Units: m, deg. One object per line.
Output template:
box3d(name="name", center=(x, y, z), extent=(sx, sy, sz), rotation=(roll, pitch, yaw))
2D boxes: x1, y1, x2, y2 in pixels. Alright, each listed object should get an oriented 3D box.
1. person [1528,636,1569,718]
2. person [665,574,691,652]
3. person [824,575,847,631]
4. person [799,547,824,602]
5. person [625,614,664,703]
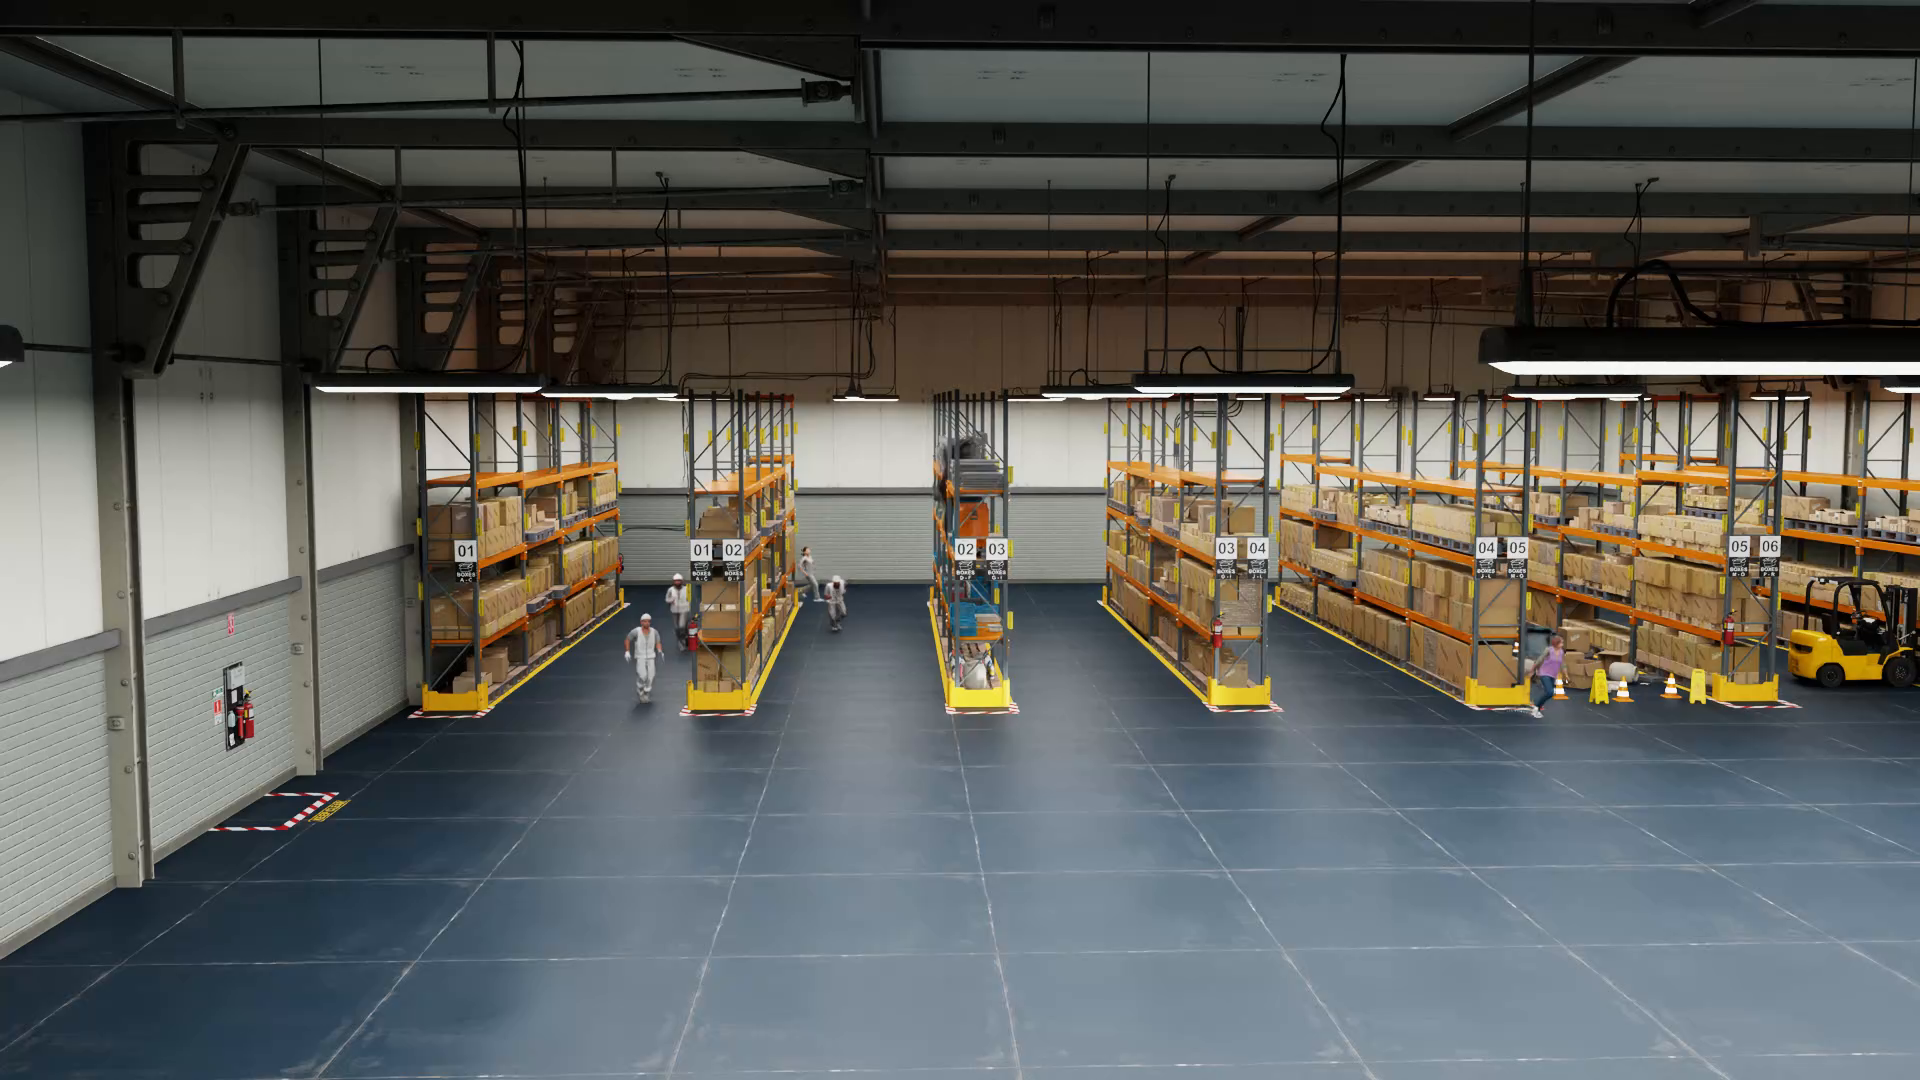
box3d(name="person", center=(10.721, 2.490, 30.248), extent=(0.529, 1.540, 0.662), rotation=(-2, 5, -27))
box3d(name="person", center=(-6.524, 1.693, 38.644), extent=(0.601, 1.825, 0.833), rotation=(0, 5, 5))
box3d(name="person", center=(-3.097, 1.576, 41.632), extent=(0.703, 1.477, 0.991), rotation=(-2, 5, -21))
box3d(name="person", center=(-4.390, 0.992, 48.111), extent=(0.801, 1.608, 0.616), rotation=(2, 5, 23))
box3d(name="person", center=(-6.004, 2.265, 31.706), extent=(0.649, 1.728, 0.705), rotation=(-2, 5, -27))
